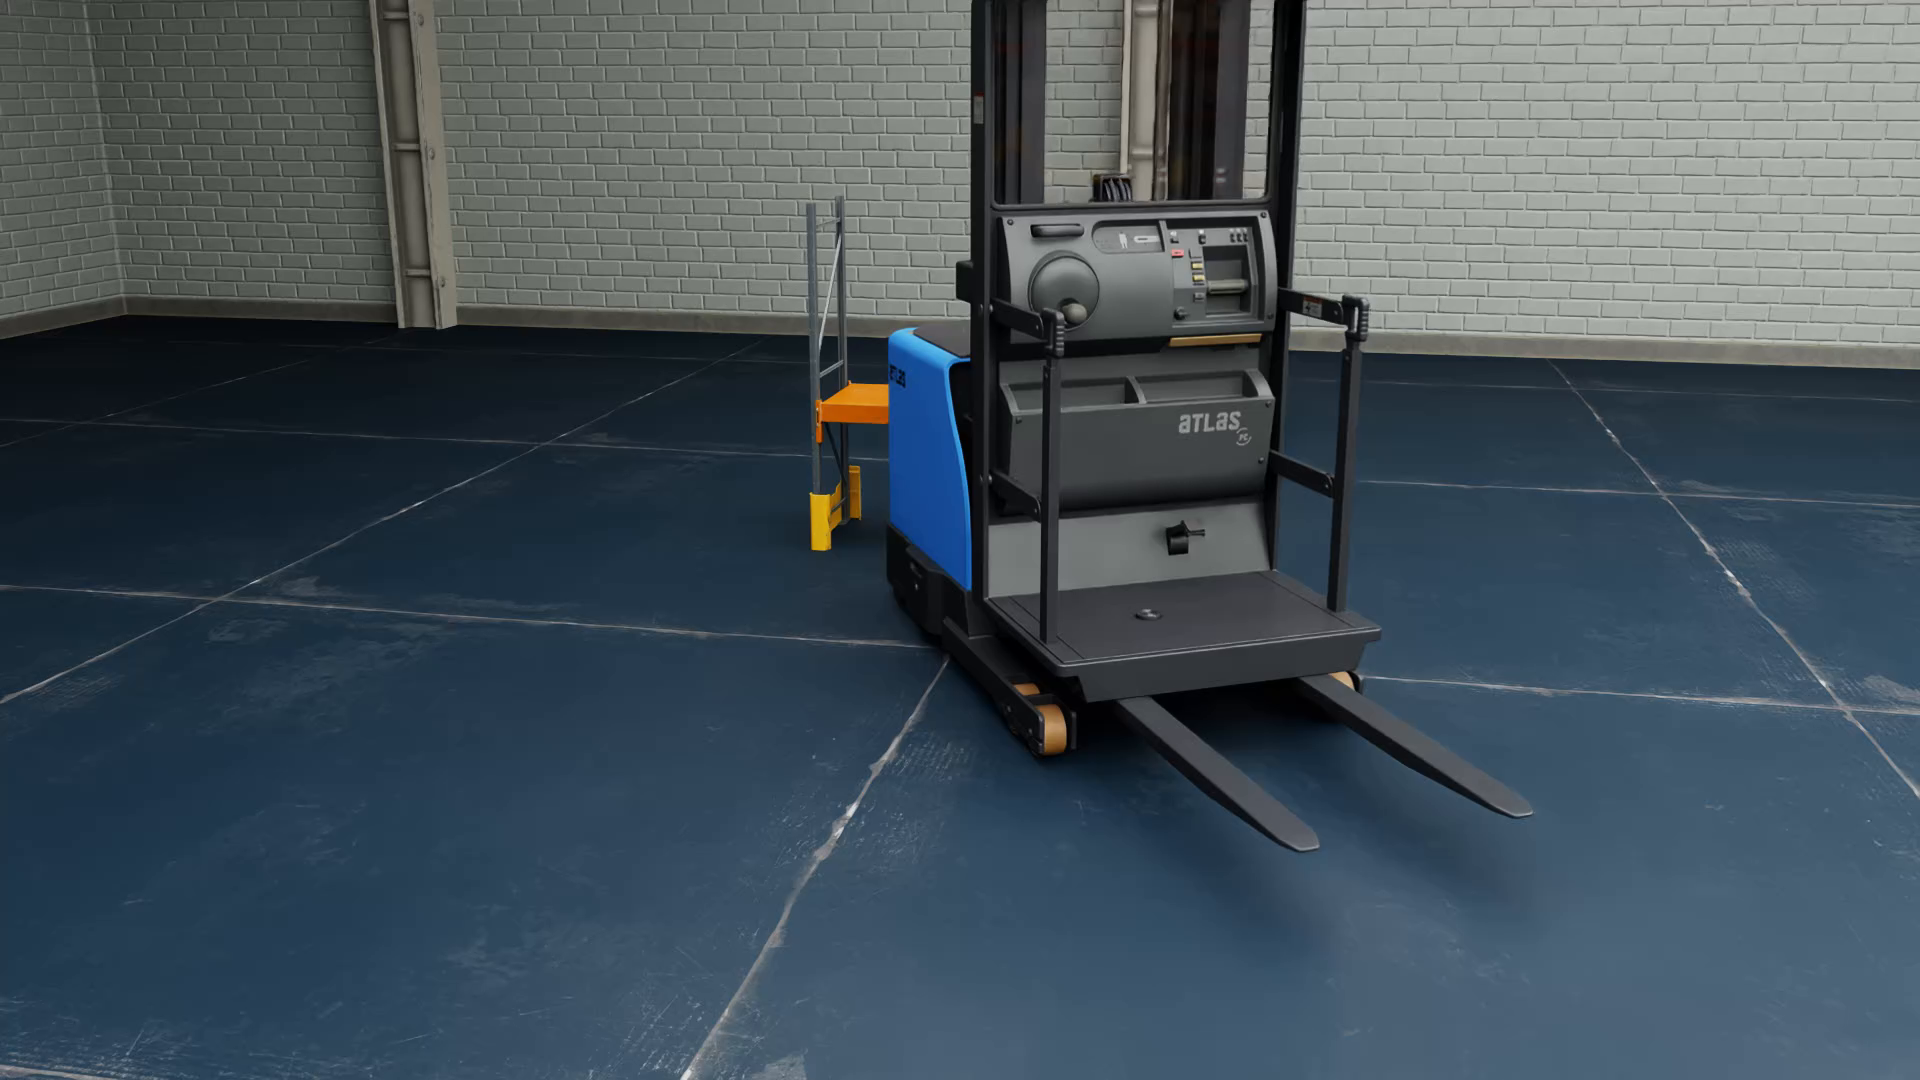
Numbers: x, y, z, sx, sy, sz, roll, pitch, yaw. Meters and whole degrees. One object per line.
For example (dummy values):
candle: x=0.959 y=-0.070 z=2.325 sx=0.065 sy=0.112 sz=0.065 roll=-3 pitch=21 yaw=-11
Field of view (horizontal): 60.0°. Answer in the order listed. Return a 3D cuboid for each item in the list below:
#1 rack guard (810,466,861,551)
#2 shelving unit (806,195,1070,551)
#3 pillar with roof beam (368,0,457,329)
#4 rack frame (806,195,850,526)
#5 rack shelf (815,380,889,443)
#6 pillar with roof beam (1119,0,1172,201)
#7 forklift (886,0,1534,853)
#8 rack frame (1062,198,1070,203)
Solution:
rack guard: x=-0.563 y=-0.151 z=7.569 sx=0.087 sy=0.250 sz=0.587 roll=3 pitch=16 yaw=11
shelving unit: x=-0.075 y=-0.727 z=7.306 sx=1.083 sy=1.500 sz=0.587 roll=3 pitch=16 yaw=11
pillar with roof beam: x=-5.329 y=-5.011 z=8.726 sx=0.400 sy=9.000 sz=9.100 roll=3 pitch=16 yaw=11
rack frame: x=-0.582 y=-0.754 z=7.406 sx=0.032 sy=1.500 sz=0.500 roll=3 pitch=16 yaw=11
rack shelf: x=-0.084 y=-0.554 z=7.356 sx=1.000 sy=0.185 sz=0.538 roll=3 pitch=16 yaw=11
pillar with roof beam: x=0.551 y=-4.692 z=7.574 sx=0.400 sy=9.000 sz=9.100 roll=3 pitch=16 yaw=11
forklift: x=0.652 y=-0.866 z=5.129 sx=1.130 sy=2.935 sz=3.031 roll=-5 pitch=16 yaw=-18
rack frame: x=0.415 y=-0.700 z=7.211 sx=0.032 sy=1.500 sz=0.500 roll=3 pitch=16 yaw=11
